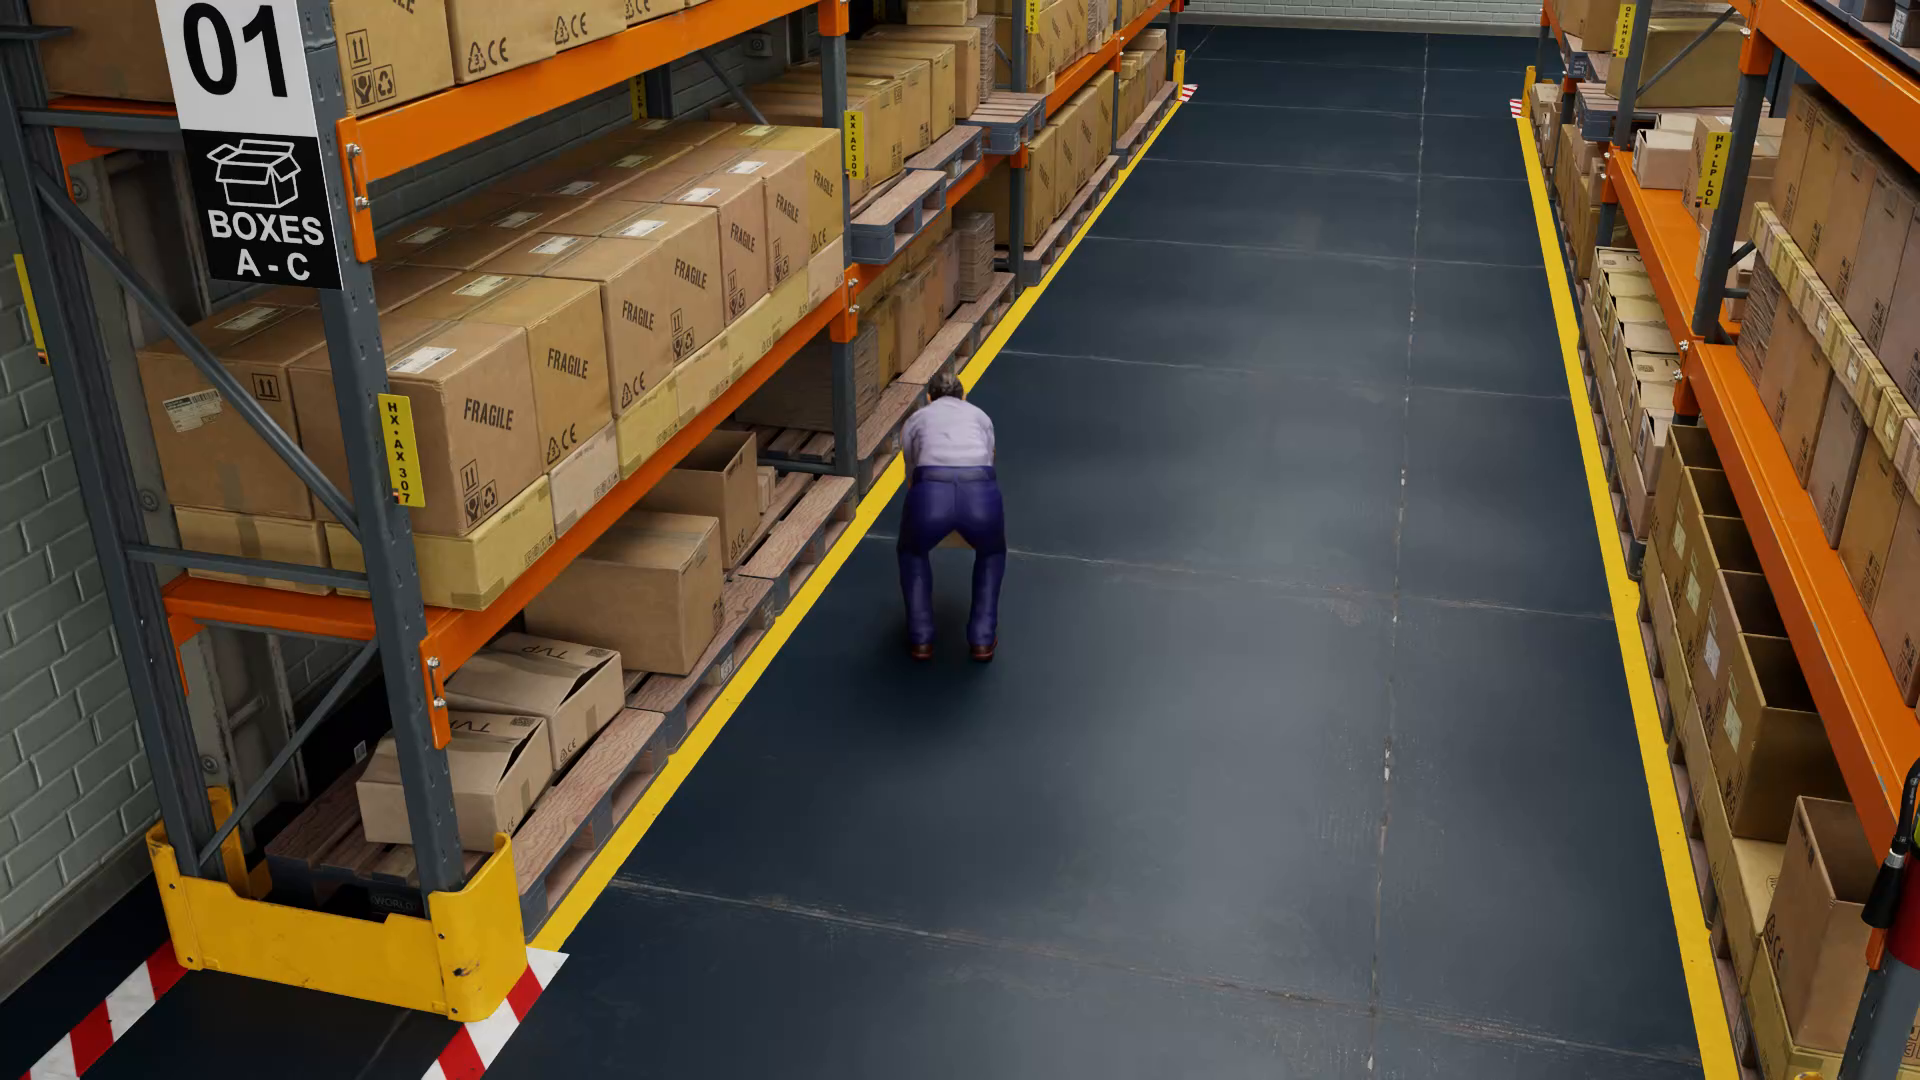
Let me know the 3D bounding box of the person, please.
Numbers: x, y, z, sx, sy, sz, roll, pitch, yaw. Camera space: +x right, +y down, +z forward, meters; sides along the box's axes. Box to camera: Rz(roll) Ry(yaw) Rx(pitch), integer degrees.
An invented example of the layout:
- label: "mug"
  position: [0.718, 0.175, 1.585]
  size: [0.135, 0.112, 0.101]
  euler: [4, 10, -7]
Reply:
- label: "person"
  position: [-0.040, -0.137, 7.448]
  size: [0.495, 1.061, 0.825]
  euler: [-1, 25, -2]
